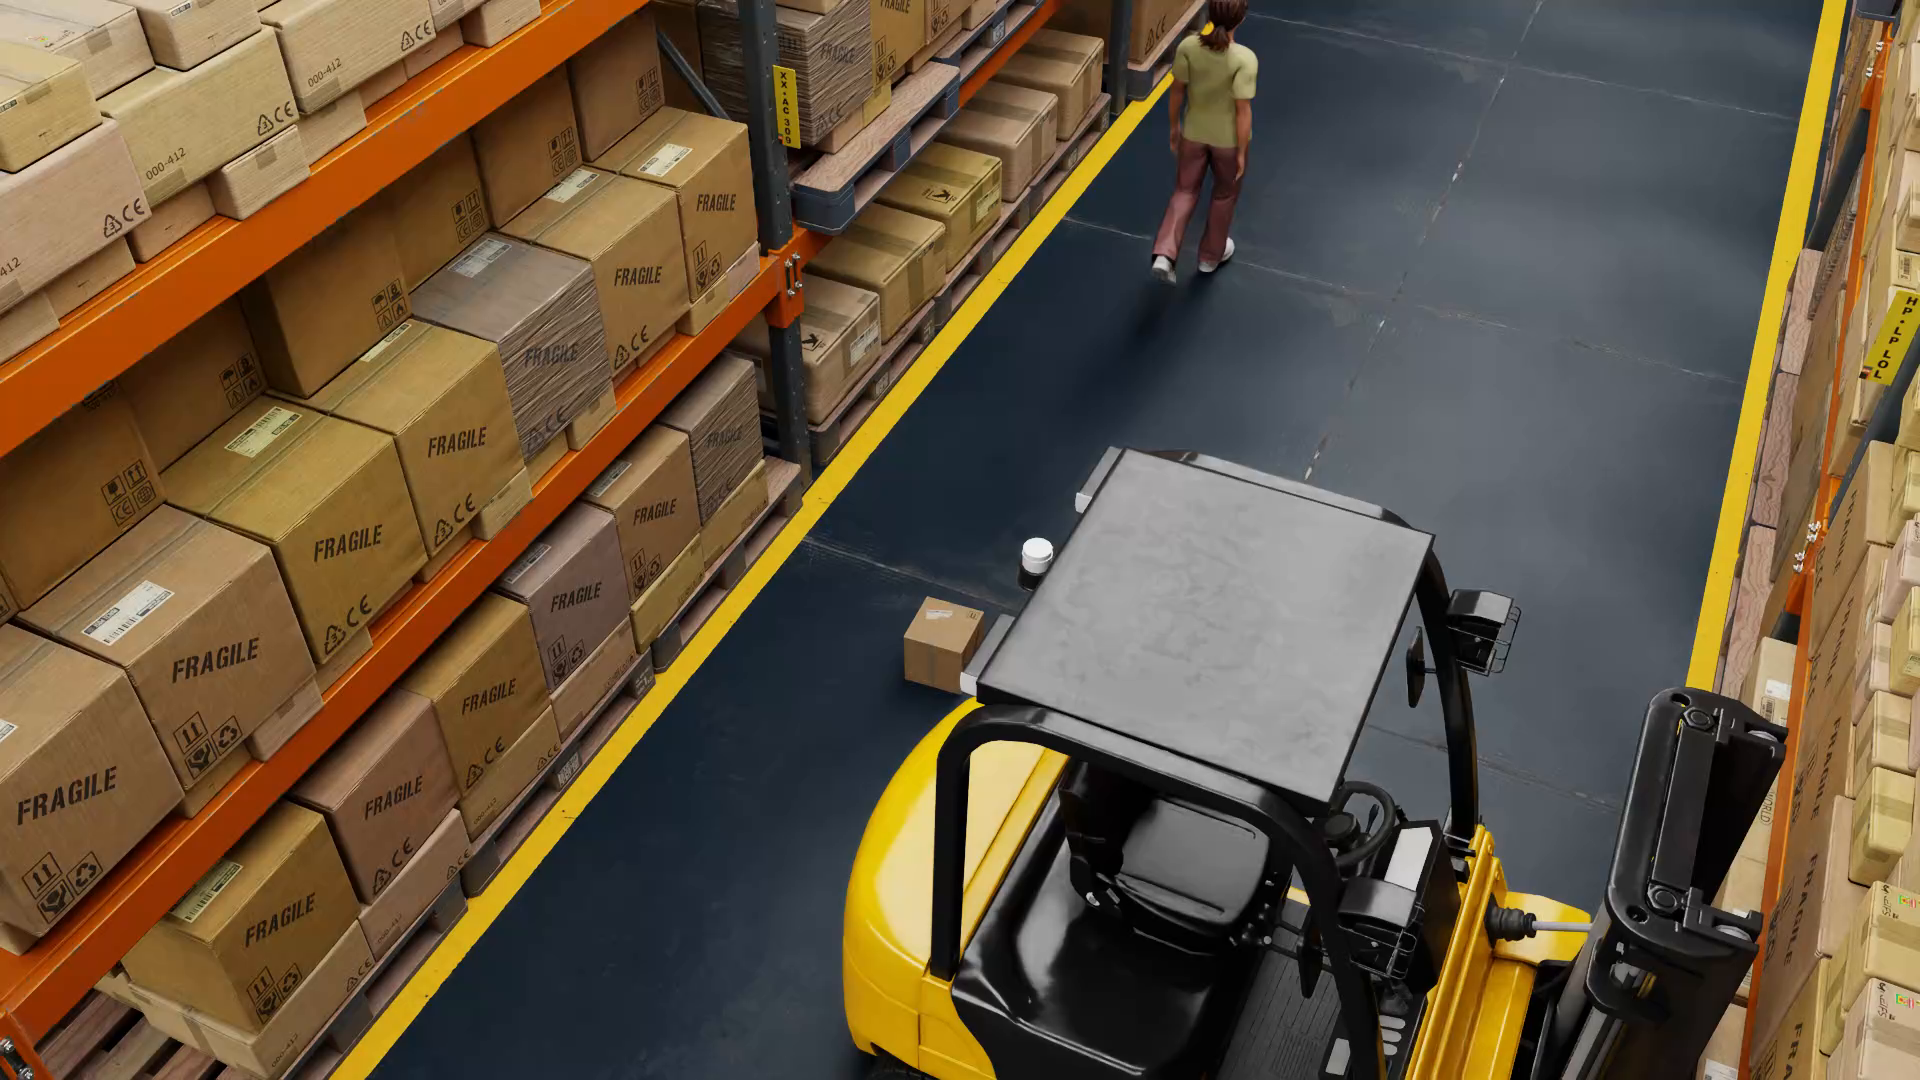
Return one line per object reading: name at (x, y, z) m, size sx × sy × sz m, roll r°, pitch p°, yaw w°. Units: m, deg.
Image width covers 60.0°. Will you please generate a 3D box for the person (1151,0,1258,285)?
person at (1.246, -2.004, 8.362) m, size 0.452 × 1.641 × 0.790 m, roll 19°, pitch 46°, yaw 20°
